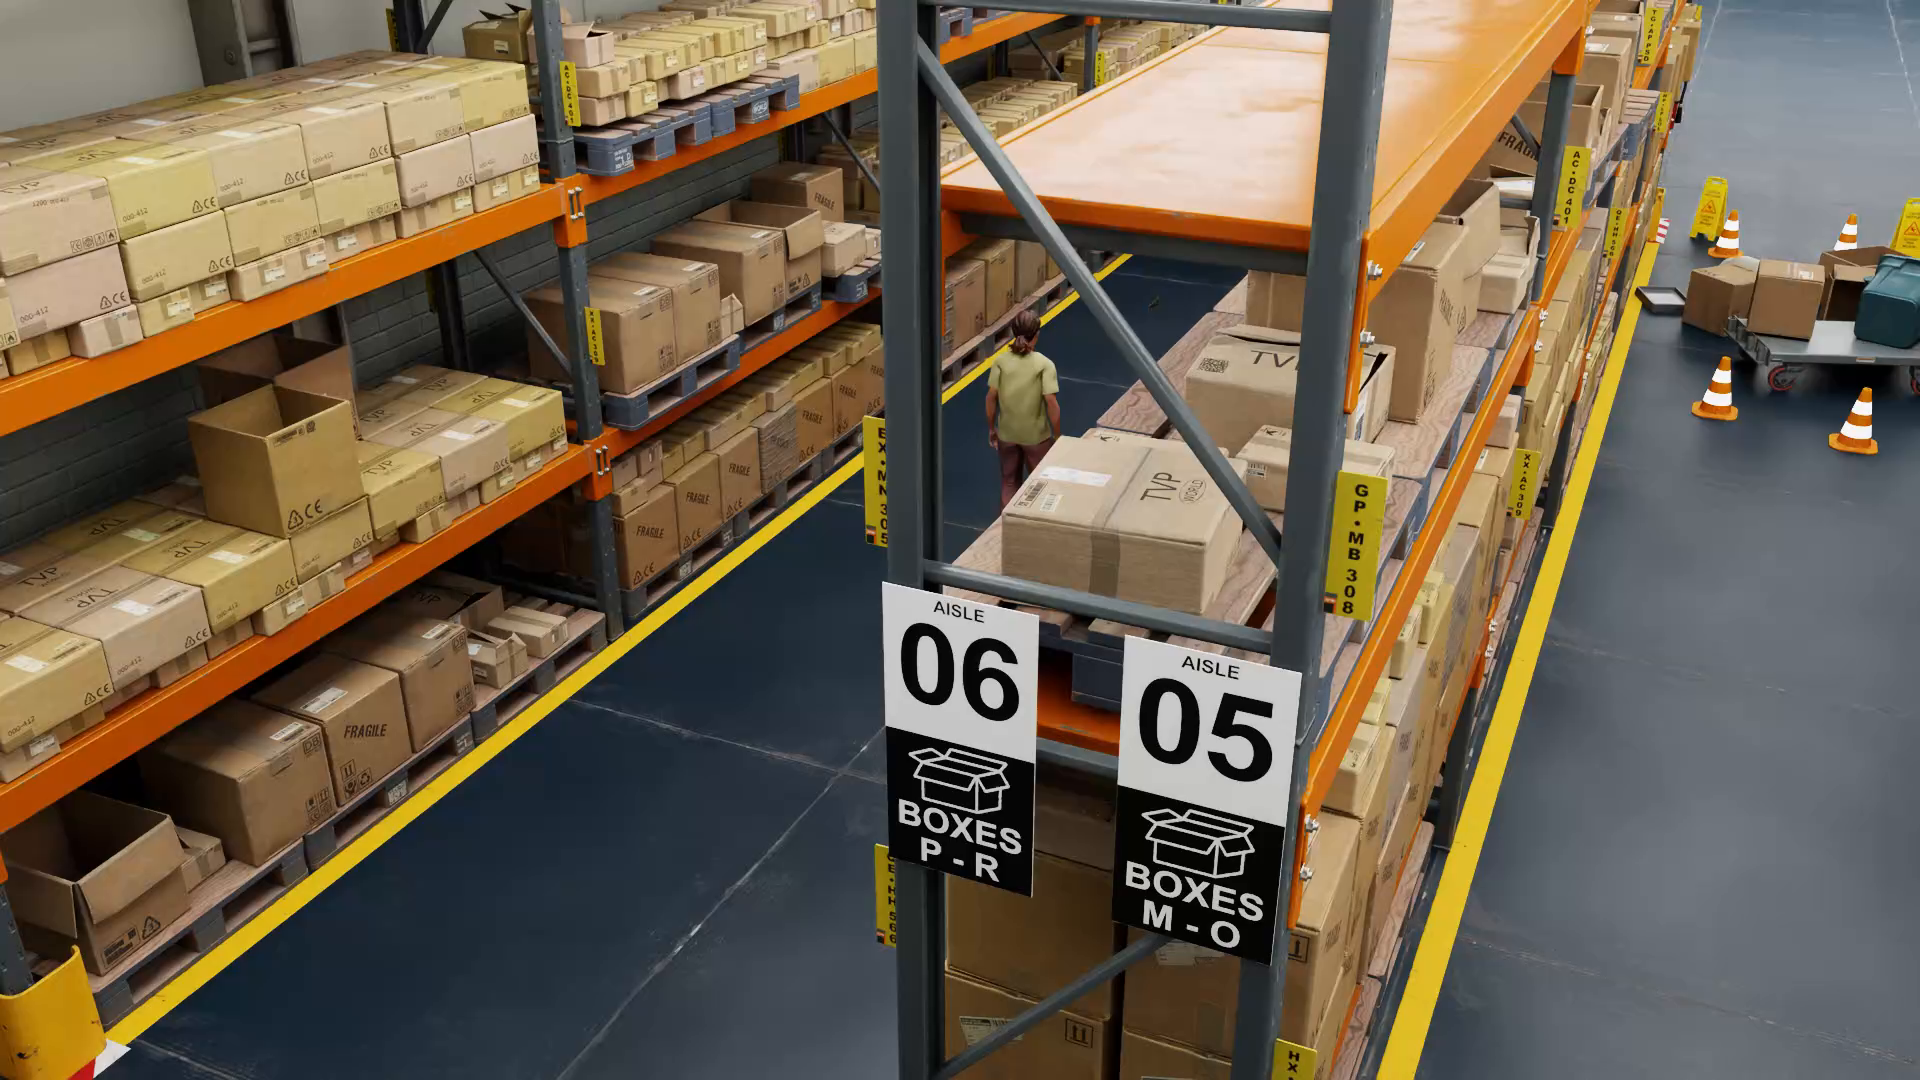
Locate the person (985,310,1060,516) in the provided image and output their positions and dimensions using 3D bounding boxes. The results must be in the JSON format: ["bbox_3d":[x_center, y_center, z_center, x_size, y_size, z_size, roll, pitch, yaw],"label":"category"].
[{"bbox_3d":[0.428,-0.672,10.787,0.514,1.671,0.362,10,28,19],"label":"person"}]
